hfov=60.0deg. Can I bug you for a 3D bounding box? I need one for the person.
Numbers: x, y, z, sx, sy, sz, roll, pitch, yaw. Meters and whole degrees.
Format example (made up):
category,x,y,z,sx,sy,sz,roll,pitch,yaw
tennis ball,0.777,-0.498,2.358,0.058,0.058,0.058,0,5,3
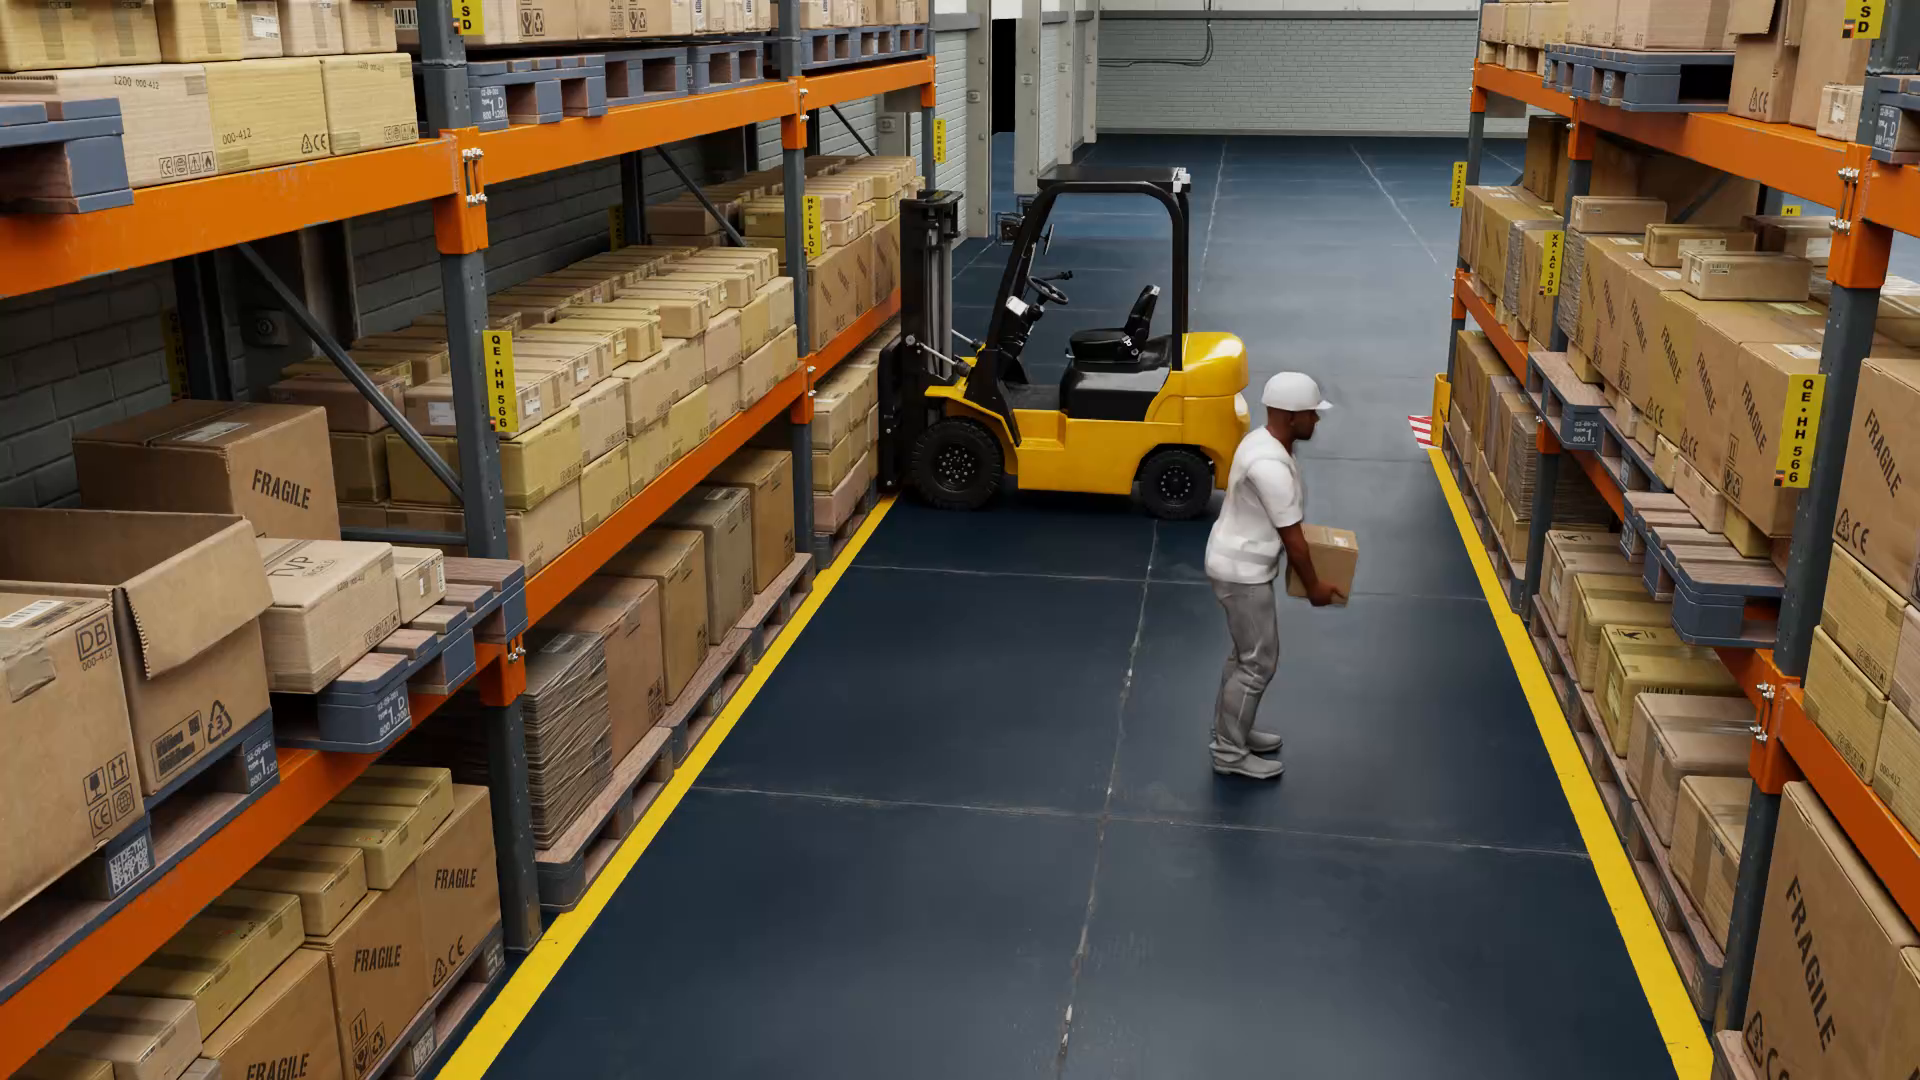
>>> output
category,x,y,z,sx,sy,sz,roll,pitch,yaw
person,1.341,0.141,7.109,0.590,1.744,0.503,3,18,8
